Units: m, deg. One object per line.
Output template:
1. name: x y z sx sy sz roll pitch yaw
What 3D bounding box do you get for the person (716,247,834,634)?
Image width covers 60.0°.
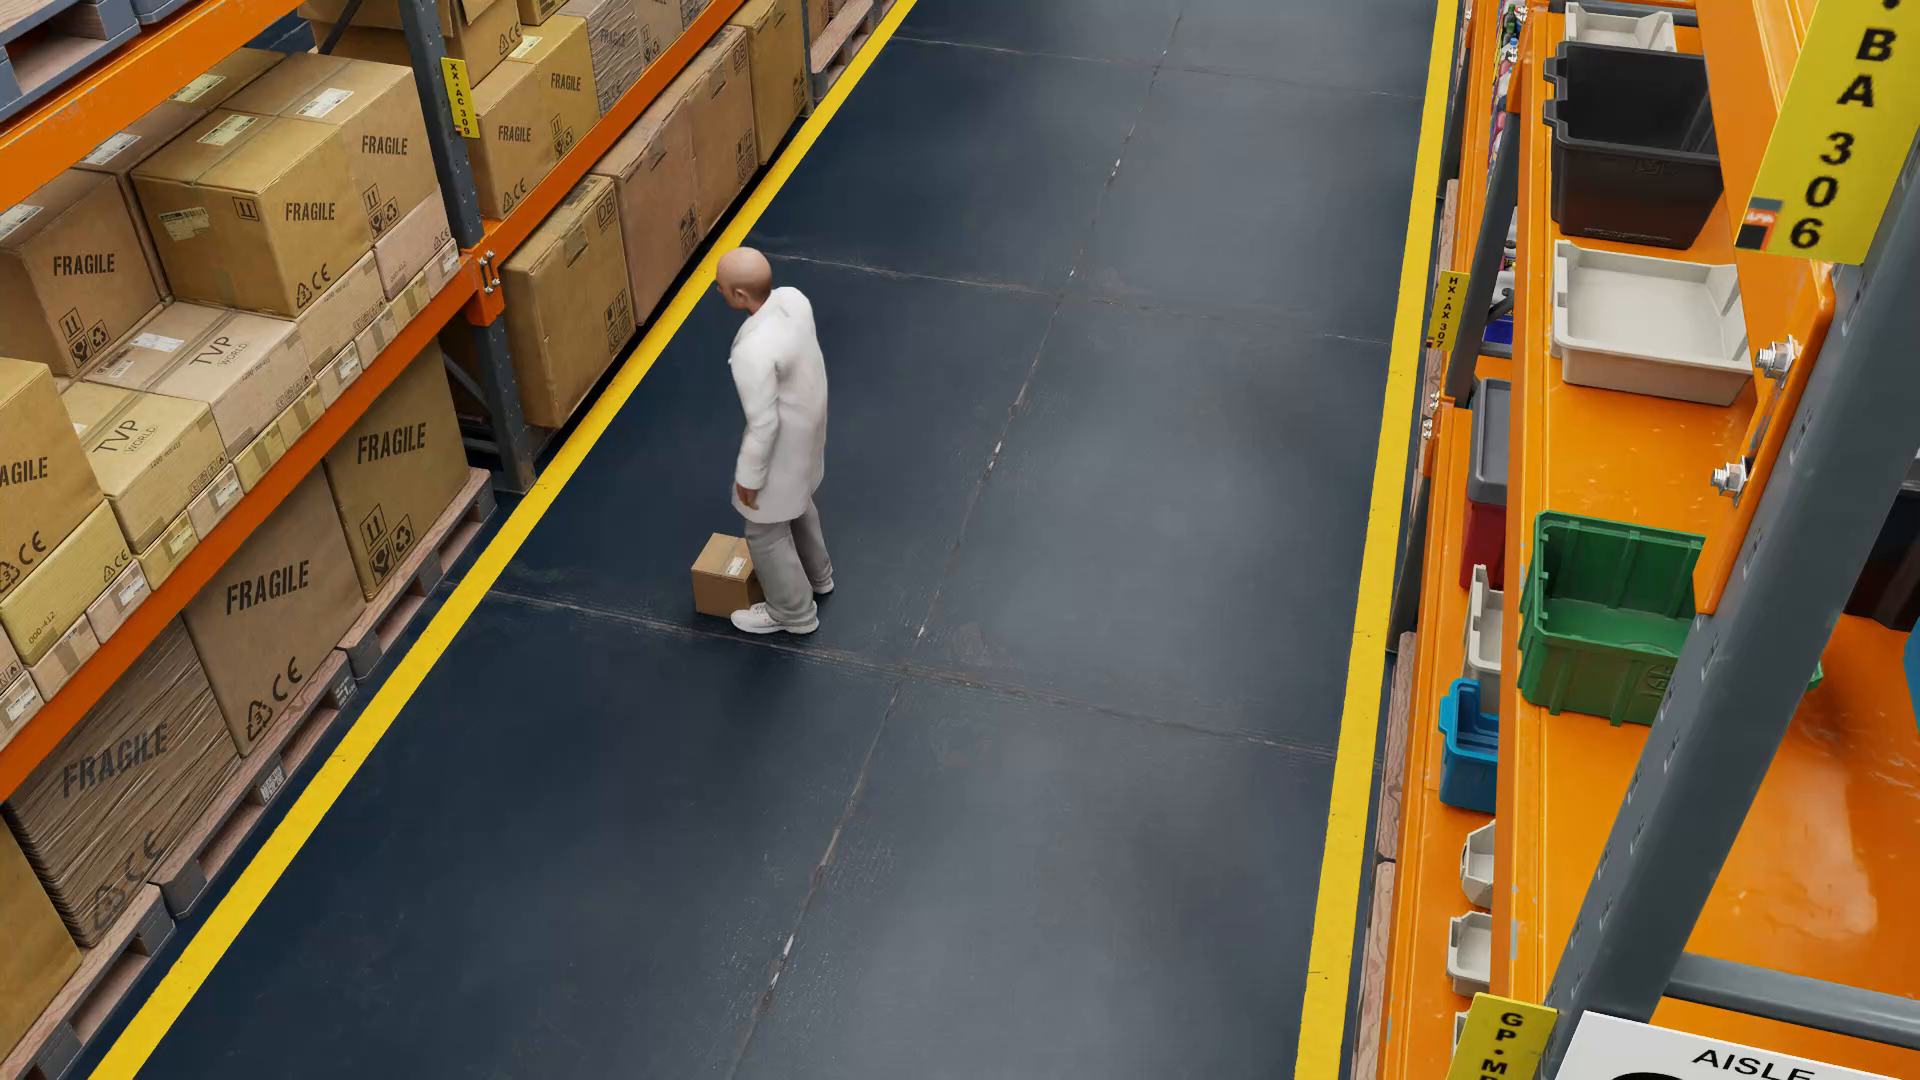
1. person: -0.736 -0.385 6.620 0.427 1.773 0.641 10 41 11
